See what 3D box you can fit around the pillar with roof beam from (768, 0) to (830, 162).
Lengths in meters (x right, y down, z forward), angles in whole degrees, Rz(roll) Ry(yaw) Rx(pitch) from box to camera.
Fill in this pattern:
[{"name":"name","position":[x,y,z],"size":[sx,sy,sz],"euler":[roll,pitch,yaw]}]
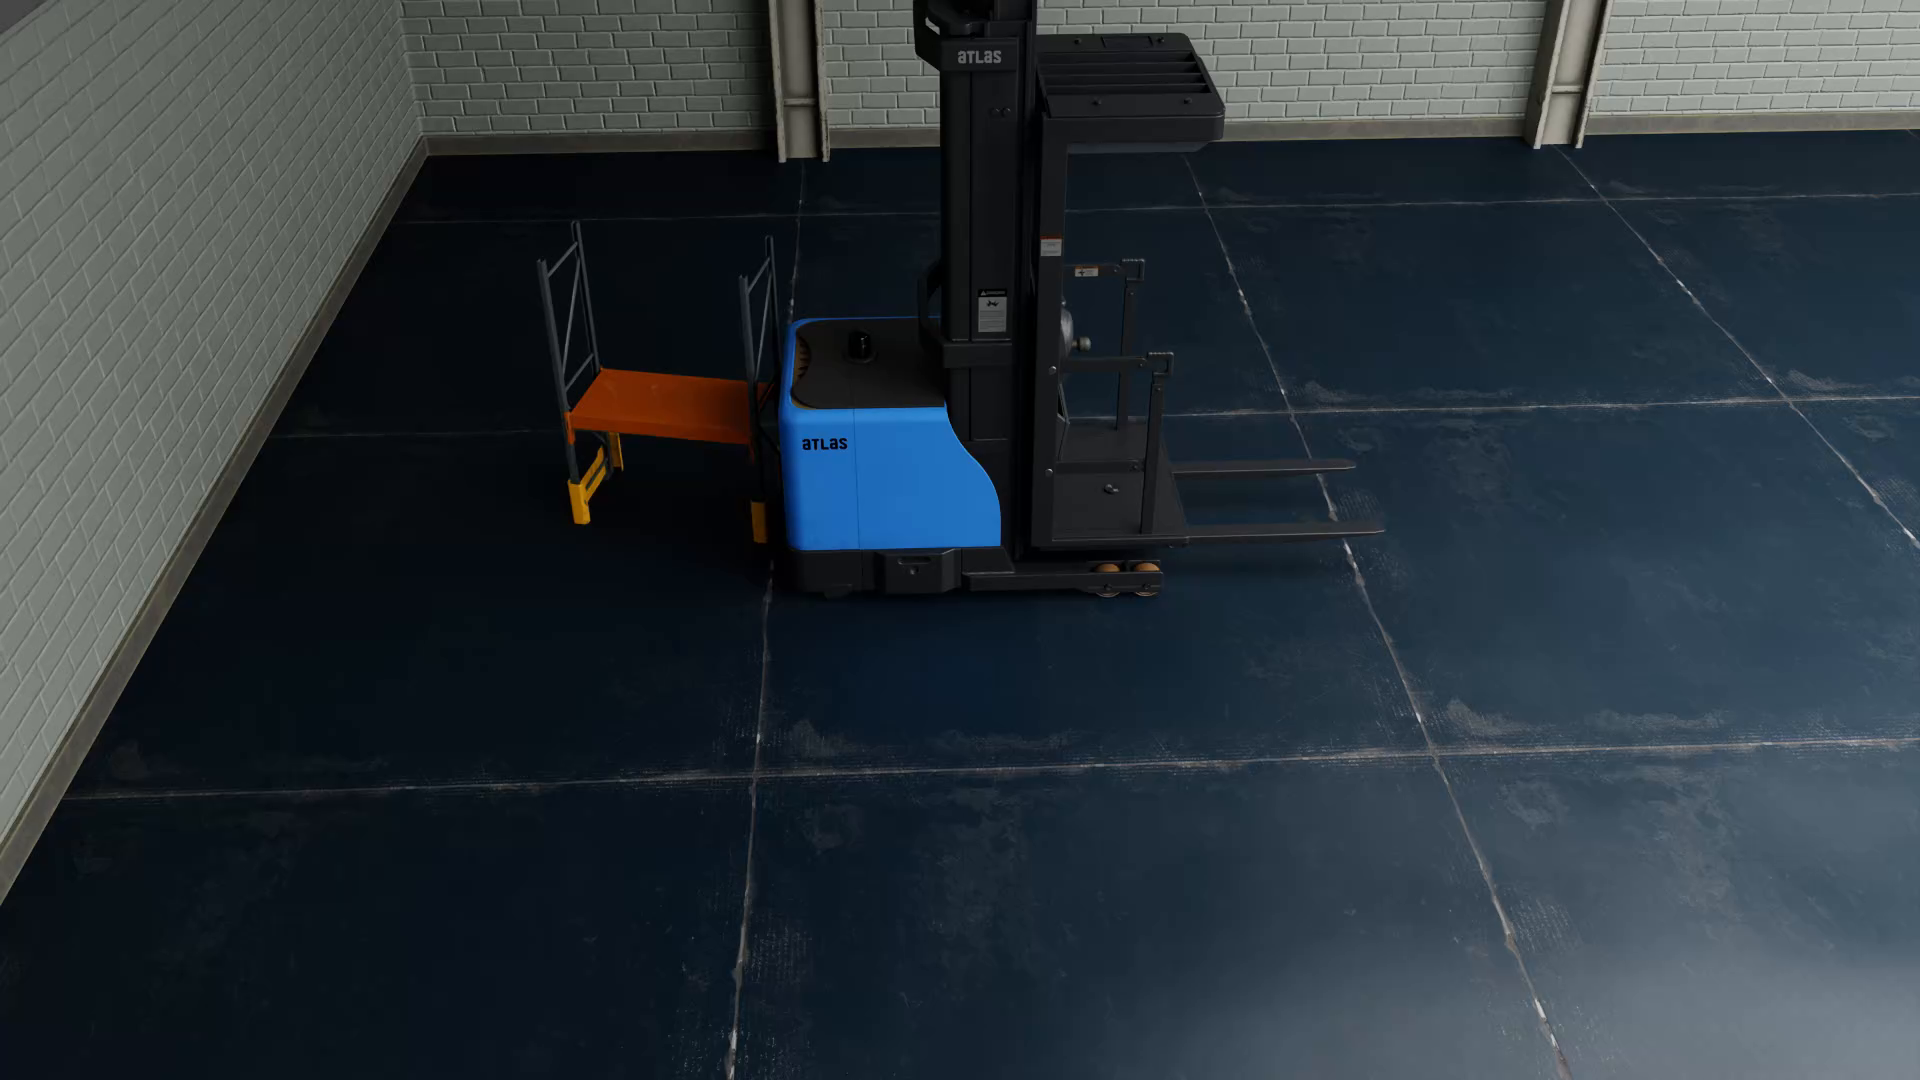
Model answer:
[{"name":"pillar with roof beam","position":[-1.029,-4.305,7.063],"size":[0.400,9.000,9.100],"euler":[-2,35,-2]}]

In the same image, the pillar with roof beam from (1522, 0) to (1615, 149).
[{"name":"pillar with roof beam","position":[4.965,-4.467,7.296],"size":[0.400,9.000,9.100],"euler":[-2,35,-2]}]

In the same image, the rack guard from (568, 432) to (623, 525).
[{"name":"rack guard","position":[-1.977,-0.352,9.039],"size":[0.087,0.250,0.587],"euler":[6,35,8]}]

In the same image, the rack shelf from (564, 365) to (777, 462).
[{"name":"rack shelf","position":[-1.495,-0.669,8.715],"size":[1.000,0.185,0.538],"euler":[6,35,8]}]

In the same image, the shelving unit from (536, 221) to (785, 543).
[{"name":"shelving unit","position":[-1.486,-0.816,8.611],"size":[1.083,1.500,0.587],"euler":[6,35,8]}]

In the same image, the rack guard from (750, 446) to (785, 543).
[{"name":"rack guard","position":[-0.996,-0.252,8.895],"size":[0.087,0.250,0.587],"euler":[6,35,8]}]

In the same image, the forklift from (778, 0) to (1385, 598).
[{"name":"forklift","position":[0.630,-1.220,7.938],"size":[3.031,2.935,1.130],"euler":[-1,35,-2]}]

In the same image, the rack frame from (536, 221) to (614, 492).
[{"name":"rack frame","position":[-1.996,-0.868,8.686],"size":[0.032,1.500,0.500],"euler":[6,35,8]}]

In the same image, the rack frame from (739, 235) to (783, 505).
[{"name":"rack frame","position":[-0.995,-0.766,8.539],"size":[0.032,1.500,0.500],"euler":[6,35,8]}]
